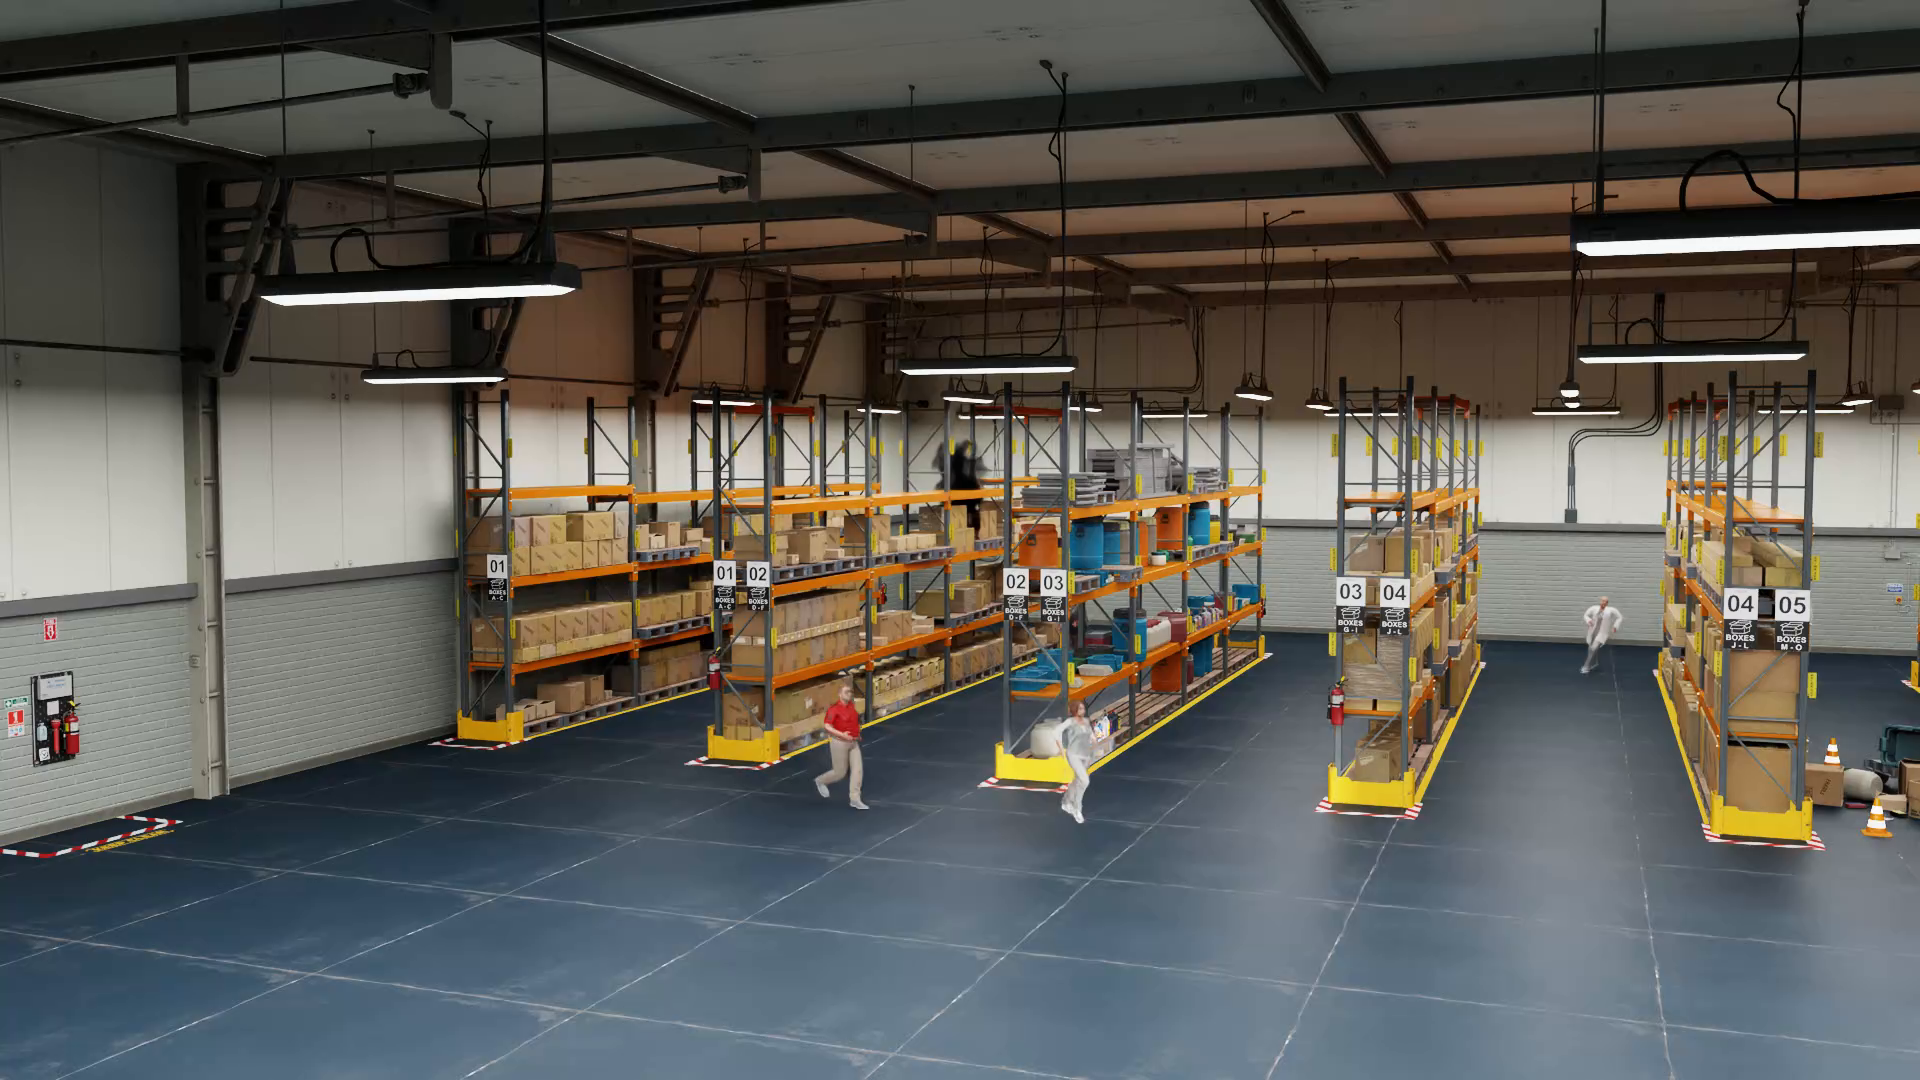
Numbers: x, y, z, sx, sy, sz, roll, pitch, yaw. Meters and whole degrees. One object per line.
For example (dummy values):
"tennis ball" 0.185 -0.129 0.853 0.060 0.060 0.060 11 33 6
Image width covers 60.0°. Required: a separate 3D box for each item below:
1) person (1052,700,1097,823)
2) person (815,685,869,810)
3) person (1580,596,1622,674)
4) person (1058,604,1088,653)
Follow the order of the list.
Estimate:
"person" 1.583 2.971 22.374 0.503 1.633 0.699 -3 4 -42
"person" -1.631 2.876 23.191 0.912 1.722 0.667 3 4 41
"person" 14.265 2.119 37.086 0.831 1.772 0.870 3 4 42
"person" 2.298 1.982 34.271 0.670 1.720 0.796 1 3 14
